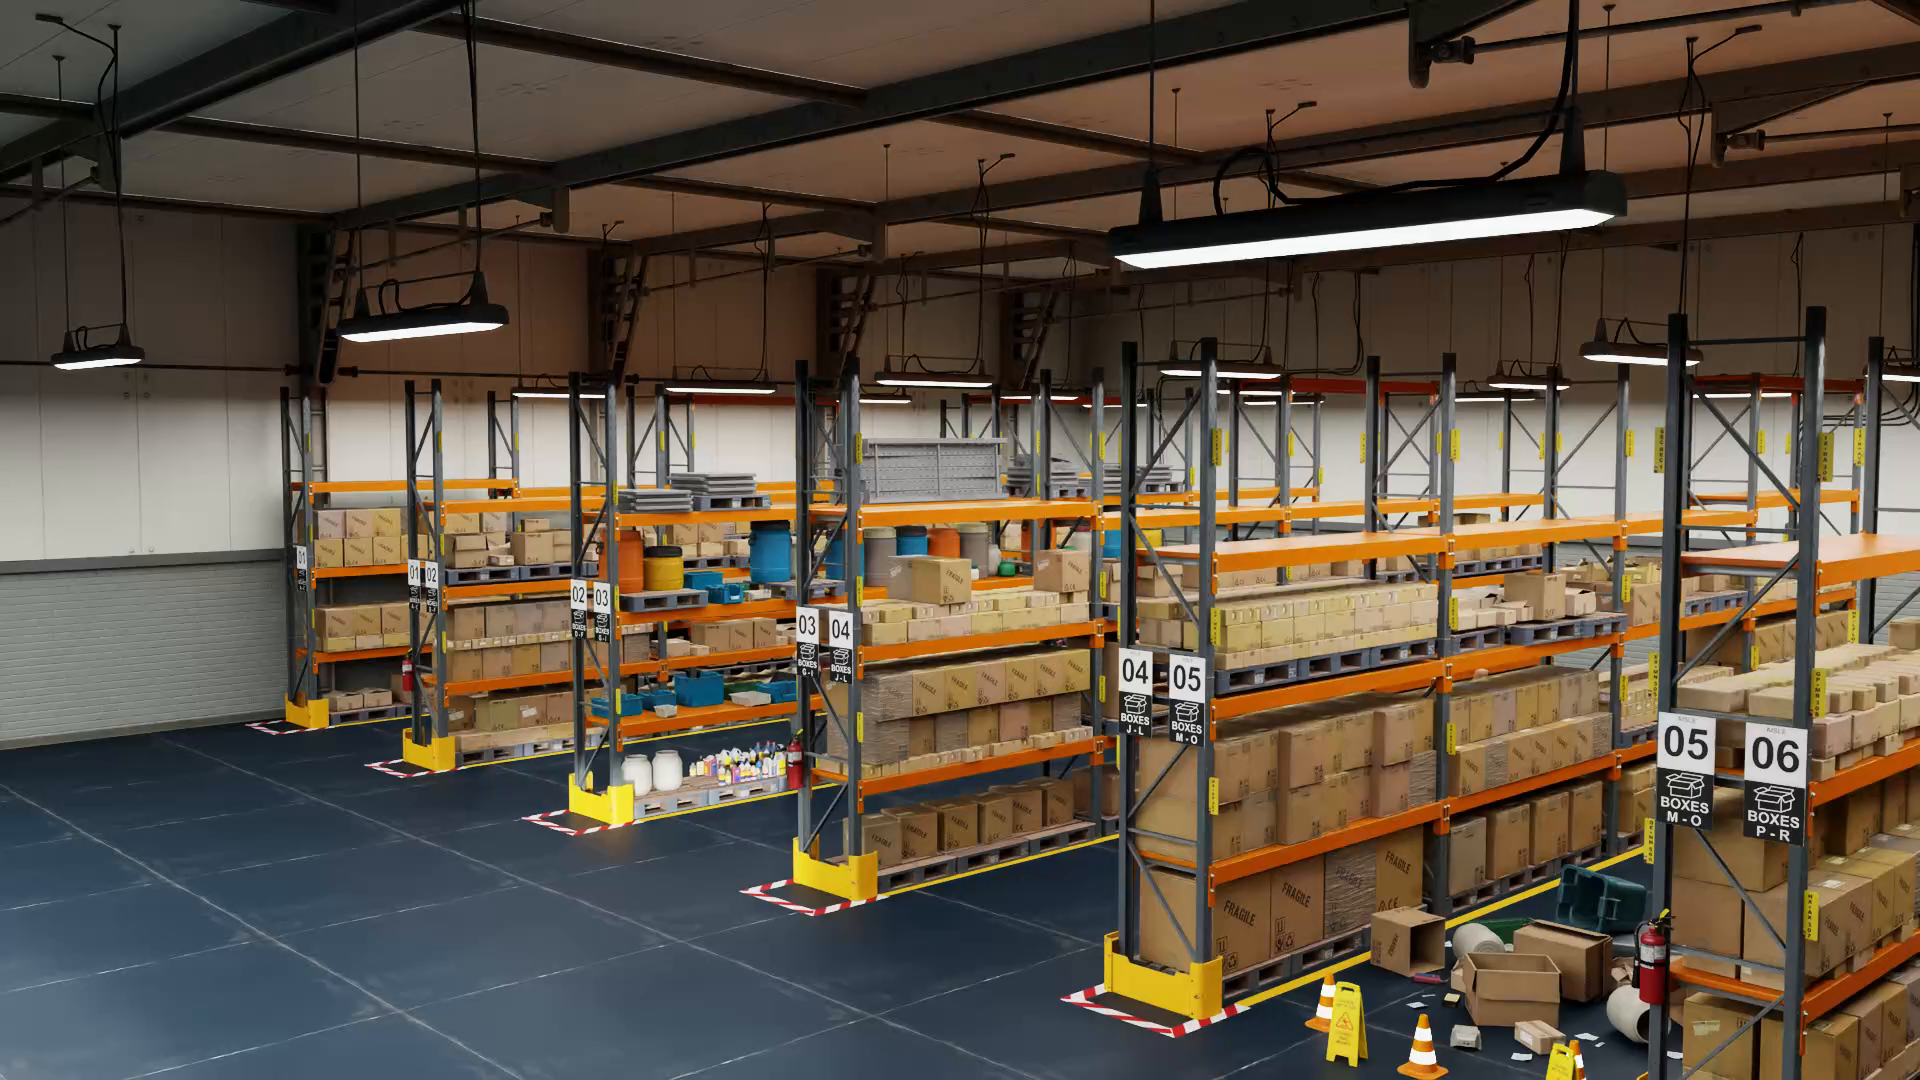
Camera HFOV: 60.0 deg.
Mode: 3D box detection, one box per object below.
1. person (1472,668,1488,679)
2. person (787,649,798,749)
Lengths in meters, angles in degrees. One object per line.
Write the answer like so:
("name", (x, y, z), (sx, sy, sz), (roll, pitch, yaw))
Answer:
("person", (7.609, 2.737, 24.610), (0.587, 1.721, 0.476), (-2, 4, -25))
("person", (-2.639, 2.599, 26.577), (0.620, 1.749, 0.555), (2, 4, 24))
